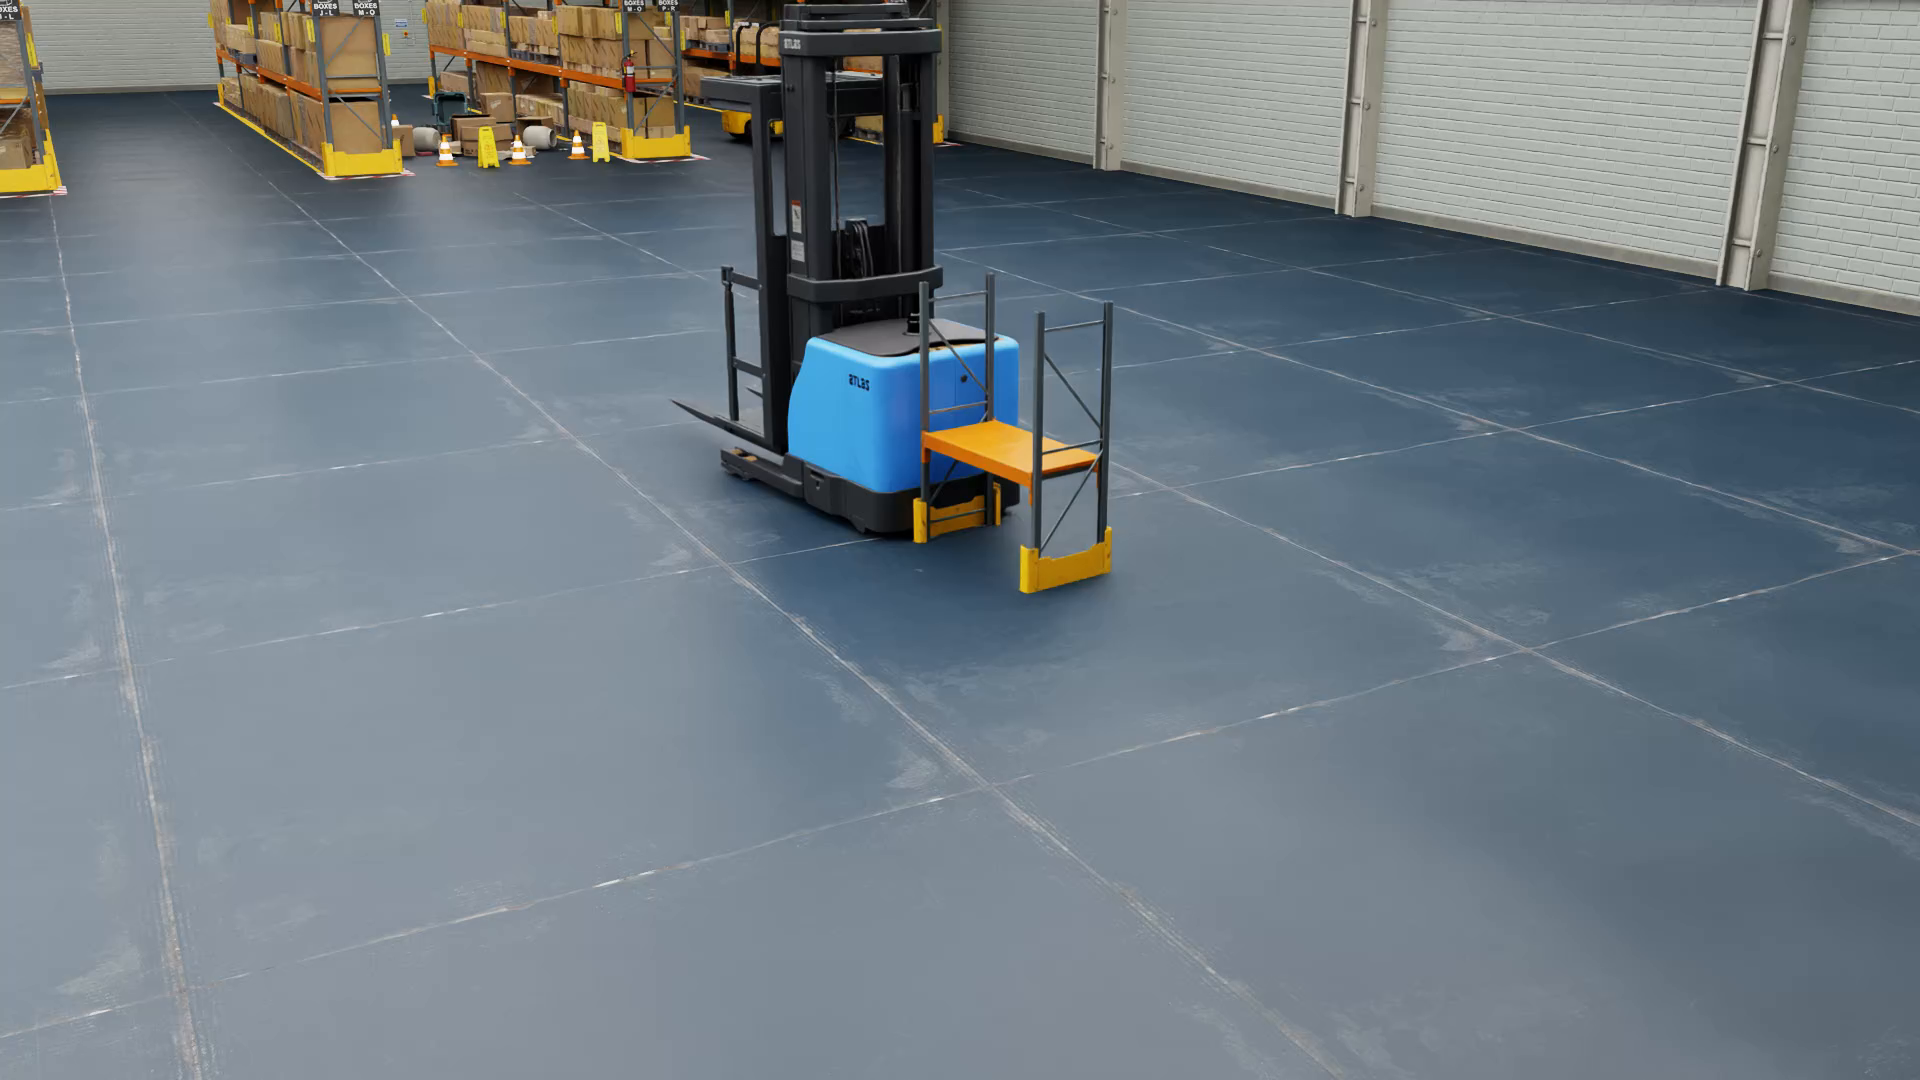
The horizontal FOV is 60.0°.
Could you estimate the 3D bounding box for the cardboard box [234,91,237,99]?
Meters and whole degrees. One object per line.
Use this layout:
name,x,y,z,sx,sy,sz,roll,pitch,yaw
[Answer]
cardboard box,-15.982,-9.940,37.111,0.380,0.149,0.250,-11,22,-29

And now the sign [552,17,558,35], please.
sign,-7.650,-9.717,31.419,0.100,0.325,0.005,-10,21,-27

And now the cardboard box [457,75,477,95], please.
cardboard box,-11.592,-10.995,40.180,0.875,0.438,0.875,-11,22,-28

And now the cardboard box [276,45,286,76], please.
cardboard box,-11.955,-8.617,29.852,0.500,0.500,0.500,-10,21,-27

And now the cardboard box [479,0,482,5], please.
cardboard box,-11.020,-12.582,38.815,0.380,0.149,0.250,-10,21,-26

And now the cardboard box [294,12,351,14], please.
cardboard box,-10.964,-8.792,28.626,0.875,0.550,0.550,-10,21,-27

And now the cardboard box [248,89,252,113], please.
cardboard box,-14.640,-9.222,34.946,0.500,0.500,0.500,-10,21,-26

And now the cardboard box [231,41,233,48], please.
cardboard box,-15.118,-10.430,35.000,0.380,0.149,0.250,-10,21,-26

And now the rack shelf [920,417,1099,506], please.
rack shelf,0.285,-0.446,9.177,0.538,0.185,1.000,-13,23,-34

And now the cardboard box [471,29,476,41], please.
cardboard box,-10.729,-11.404,37.544,0.500,0.250,0.500,-10,21,-26

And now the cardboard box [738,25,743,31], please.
cardboard box,-4.676,-11.316,36.678,0.380,0.149,0.250,-9,21,-25

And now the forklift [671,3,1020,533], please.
forklift,-0.905,-1.845,10.484,1.130,2.935,3.031,-13,23,-34

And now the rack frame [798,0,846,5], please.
rack frame,-2.797,-10.027,34.091,1.000,3.000,0.127,-10,21,-27

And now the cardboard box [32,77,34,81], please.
cardboard box,-15.131,-7.378,26.800,0.380,0.149,0.250,-10,21,-27

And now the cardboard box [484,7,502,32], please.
cardboard box,-10.020,-11.323,36.160,0.500,0.500,0.500,-10,21,-27

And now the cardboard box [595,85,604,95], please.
cardboard box,-6.348,-8.102,29.939,0.380,0.149,0.250,-9,21,-24

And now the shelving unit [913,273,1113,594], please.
shelving unit,0.280,-0.619,9.125,0.587,1.500,1.083,-13,23,-34

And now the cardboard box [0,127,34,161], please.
cardboard box,-15.088,-6.289,26.446,0.500,0.500,0.500,-12,22,-31

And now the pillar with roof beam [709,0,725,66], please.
pillar with roof beam,-9.922,-14.832,38.819,9.100,9.000,0.400,-10,21,-27

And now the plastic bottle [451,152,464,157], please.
plastic bottle,-8.805,-6.739,29.067,0.283,0.061,0.133,16,25,39

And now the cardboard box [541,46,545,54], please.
cardboard box,-8.039,-9.661,32.773,0.380,0.149,0.250,-10,21,-26

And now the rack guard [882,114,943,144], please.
rack guard,-0.886,-7.690,31.151,1.175,0.500,0.348,-10,21,-27

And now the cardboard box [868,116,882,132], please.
cardboard box,-1.399,-7.863,31.393,0.500,0.250,0.500,-10,21,-26

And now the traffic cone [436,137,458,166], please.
traffic cone,-8.575,-6.486,27.719,0.336,0.463,0.334,-10,21,-27

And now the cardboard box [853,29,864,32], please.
cardboard box,-1.820,-9.721,31.600,0.380,0.149,0.250,-9,21,-25

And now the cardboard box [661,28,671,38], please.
cardboard box,-7.052,-12.502,41.037,0.500,0.250,0.500,-9,21,-25

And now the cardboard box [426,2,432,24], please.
cardboard box,-12.885,-13.040,41.136,0.500,0.500,0.500,-11,22,-28

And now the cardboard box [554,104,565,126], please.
cardboard box,-7.415,-8.364,32.655,0.950,0.372,0.625,-10,21,-26

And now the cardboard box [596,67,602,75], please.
cardboard box,-6.299,-8.421,29.821,0.380,0.149,0.250,-10,22,-27

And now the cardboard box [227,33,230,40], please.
cardboard box,-15.364,-10.720,35.384,0.380,0.149,0.250,-10,22,-28

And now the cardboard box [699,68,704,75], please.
cardboard box,-5.985,-11.138,39.504,0.380,0.149,0.250,-9,21,-25

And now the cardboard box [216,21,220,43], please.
cardboard box,-16.924,-11.773,38.541,0.500,0.500,0.500,-10,21,-27

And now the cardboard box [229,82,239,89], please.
cardboard box,-16.353,-10.315,37.740,0.380,0.149,0.250,-11,22,-29

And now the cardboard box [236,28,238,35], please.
cardboard box,-14.489,-10.334,33.811,0.380,0.149,0.250,-10,21,-27

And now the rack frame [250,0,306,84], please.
rack frame,-13.371,-9.610,32.882,1.000,3.000,0.127,-10,21,-27

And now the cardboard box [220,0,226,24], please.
cardboard box,-15.982,-11.659,36.679,0.500,0.500,0.500,-11,22,-28

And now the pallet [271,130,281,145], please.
pallet,-12.488,-7.704,31.633,1.003,0.211,1.213,-10,21,-27

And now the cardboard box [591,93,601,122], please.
cardboard box,-6.358,-7.847,30.195,0.500,0.500,0.500,-11,22,-28

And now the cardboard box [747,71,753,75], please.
cardboard box,-4.670,-10.697,38.226,0.380,0.149,0.250,-9,21,-24

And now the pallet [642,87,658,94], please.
pallet,-7.504,-11.553,42.789,1.003,0.211,1.213,-10,21,-27

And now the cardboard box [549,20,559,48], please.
cardboard box,-7.585,-9.741,32.008,0.500,0.500,0.500,-10,22,-28

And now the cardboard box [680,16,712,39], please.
cardboard box,-6.317,-12.247,39.728,0.700,0.500,0.500,-10,21,-26

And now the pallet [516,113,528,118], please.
pallet,-8.693,-8.863,34.992,1.003,0.211,1.213,-10,21,-27

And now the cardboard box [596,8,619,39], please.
cardboard box,-5.933,-9.029,29.056,0.700,0.500,0.500,-10,21,-26

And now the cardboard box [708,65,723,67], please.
cardboard box,-5.915,-11.443,40.388,0.380,0.149,0.250,-10,21,-26

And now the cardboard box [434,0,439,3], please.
cardboard box,-12.587,-13.154,40.474,0.380,0.149,0.250,-11,22,-28

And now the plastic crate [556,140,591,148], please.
plastic crate,-7.140,-7.299,30.662,0.583,0.080,0.402,16,25,39

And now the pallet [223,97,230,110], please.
pallet,-16.780,-10.327,39.237,1.003,0.211,1.213,-10,21,-27

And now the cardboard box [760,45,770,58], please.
cardboard box,-3.971,-10.498,35.686,0.500,0.250,0.500,-9,21,-25

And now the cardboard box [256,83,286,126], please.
cardboard box,-13.161,-8.556,32.633,1.050,0.750,0.750,-10,22,-27

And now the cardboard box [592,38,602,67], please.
cardboard box,-6.233,-8.698,29.632,0.500,0.500,0.500,-10,21,-27

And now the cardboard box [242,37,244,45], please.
cardboard box,-14.135,-9.978,33.233,0.380,0.149,0.250,-9,21,-25

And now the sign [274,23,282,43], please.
sign,-11.945,-8.884,29.126,0.100,0.325,0.005,-10,21,-27
